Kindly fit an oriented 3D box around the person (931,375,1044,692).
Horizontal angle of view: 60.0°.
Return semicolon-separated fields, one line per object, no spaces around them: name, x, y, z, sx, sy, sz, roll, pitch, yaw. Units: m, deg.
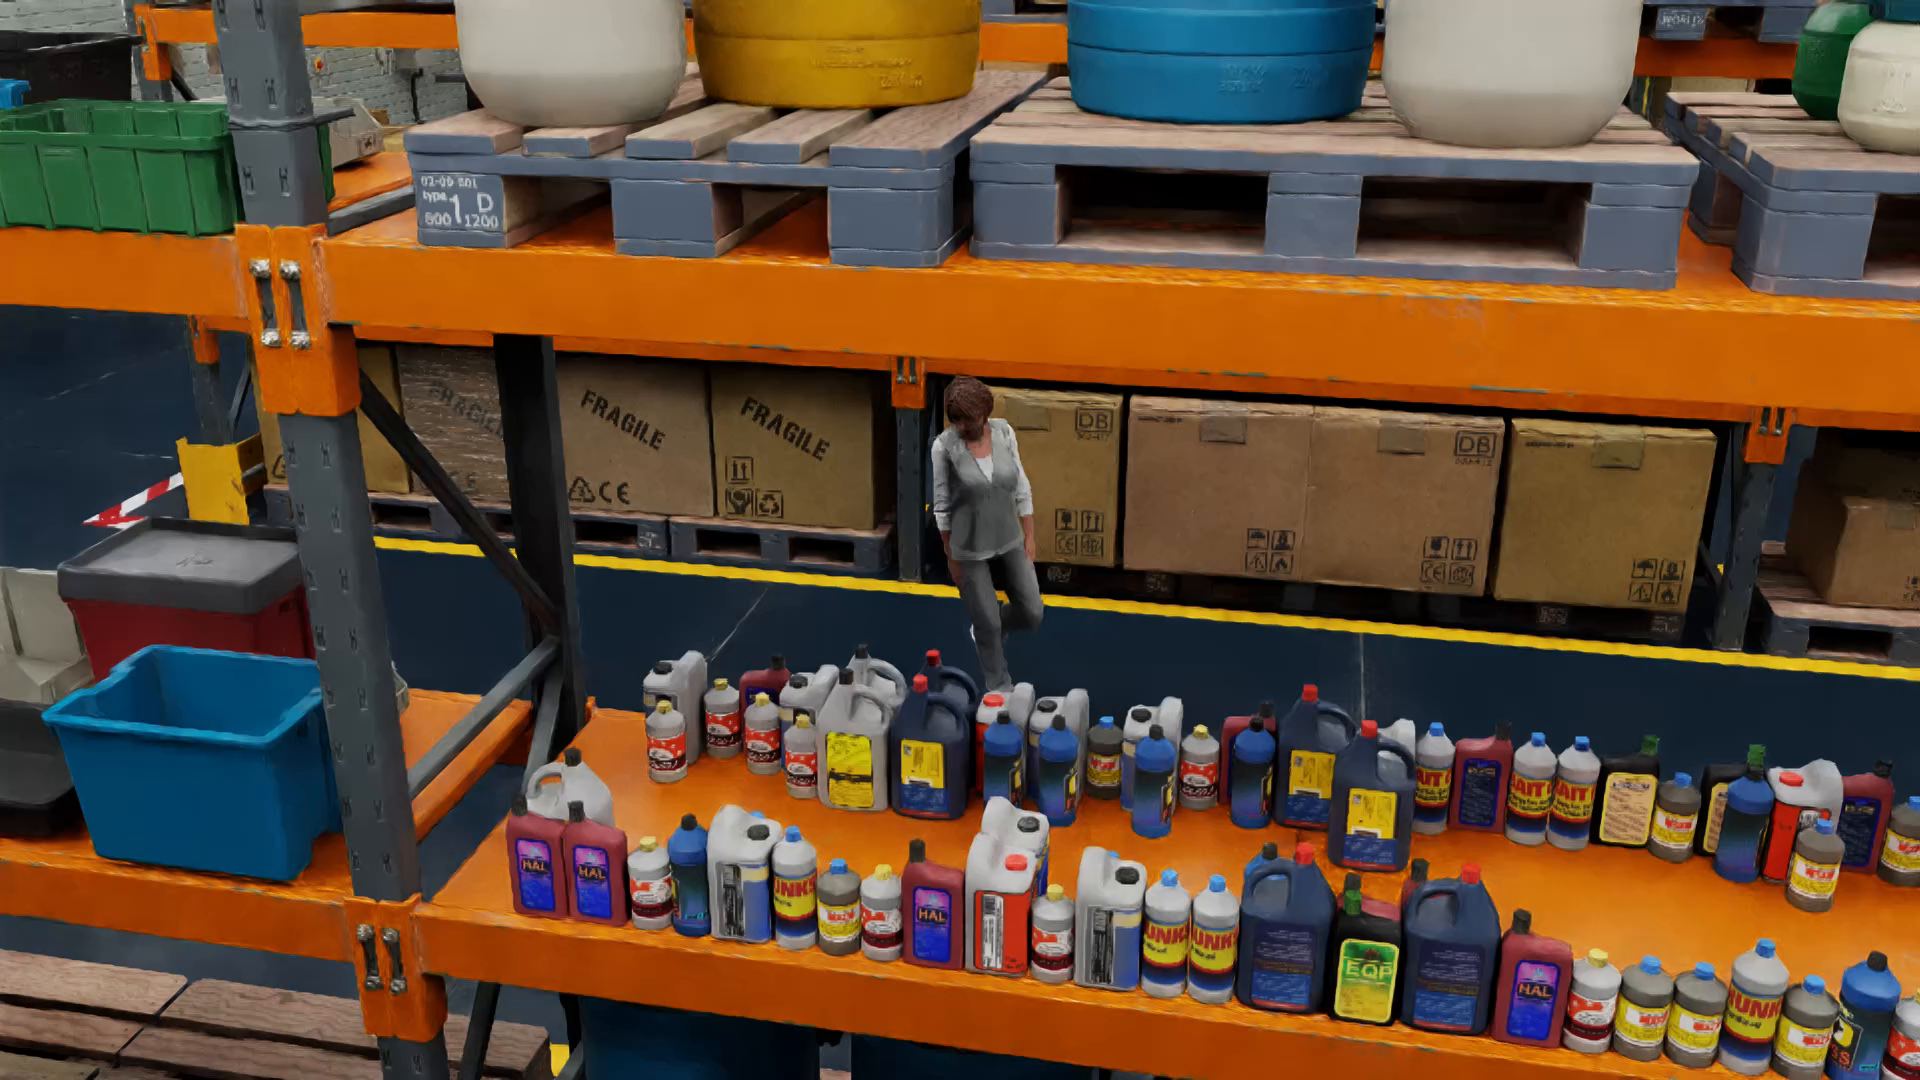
person;0.081;0.027;7.049;0.463;1.571;0.537;-10;24;-23
